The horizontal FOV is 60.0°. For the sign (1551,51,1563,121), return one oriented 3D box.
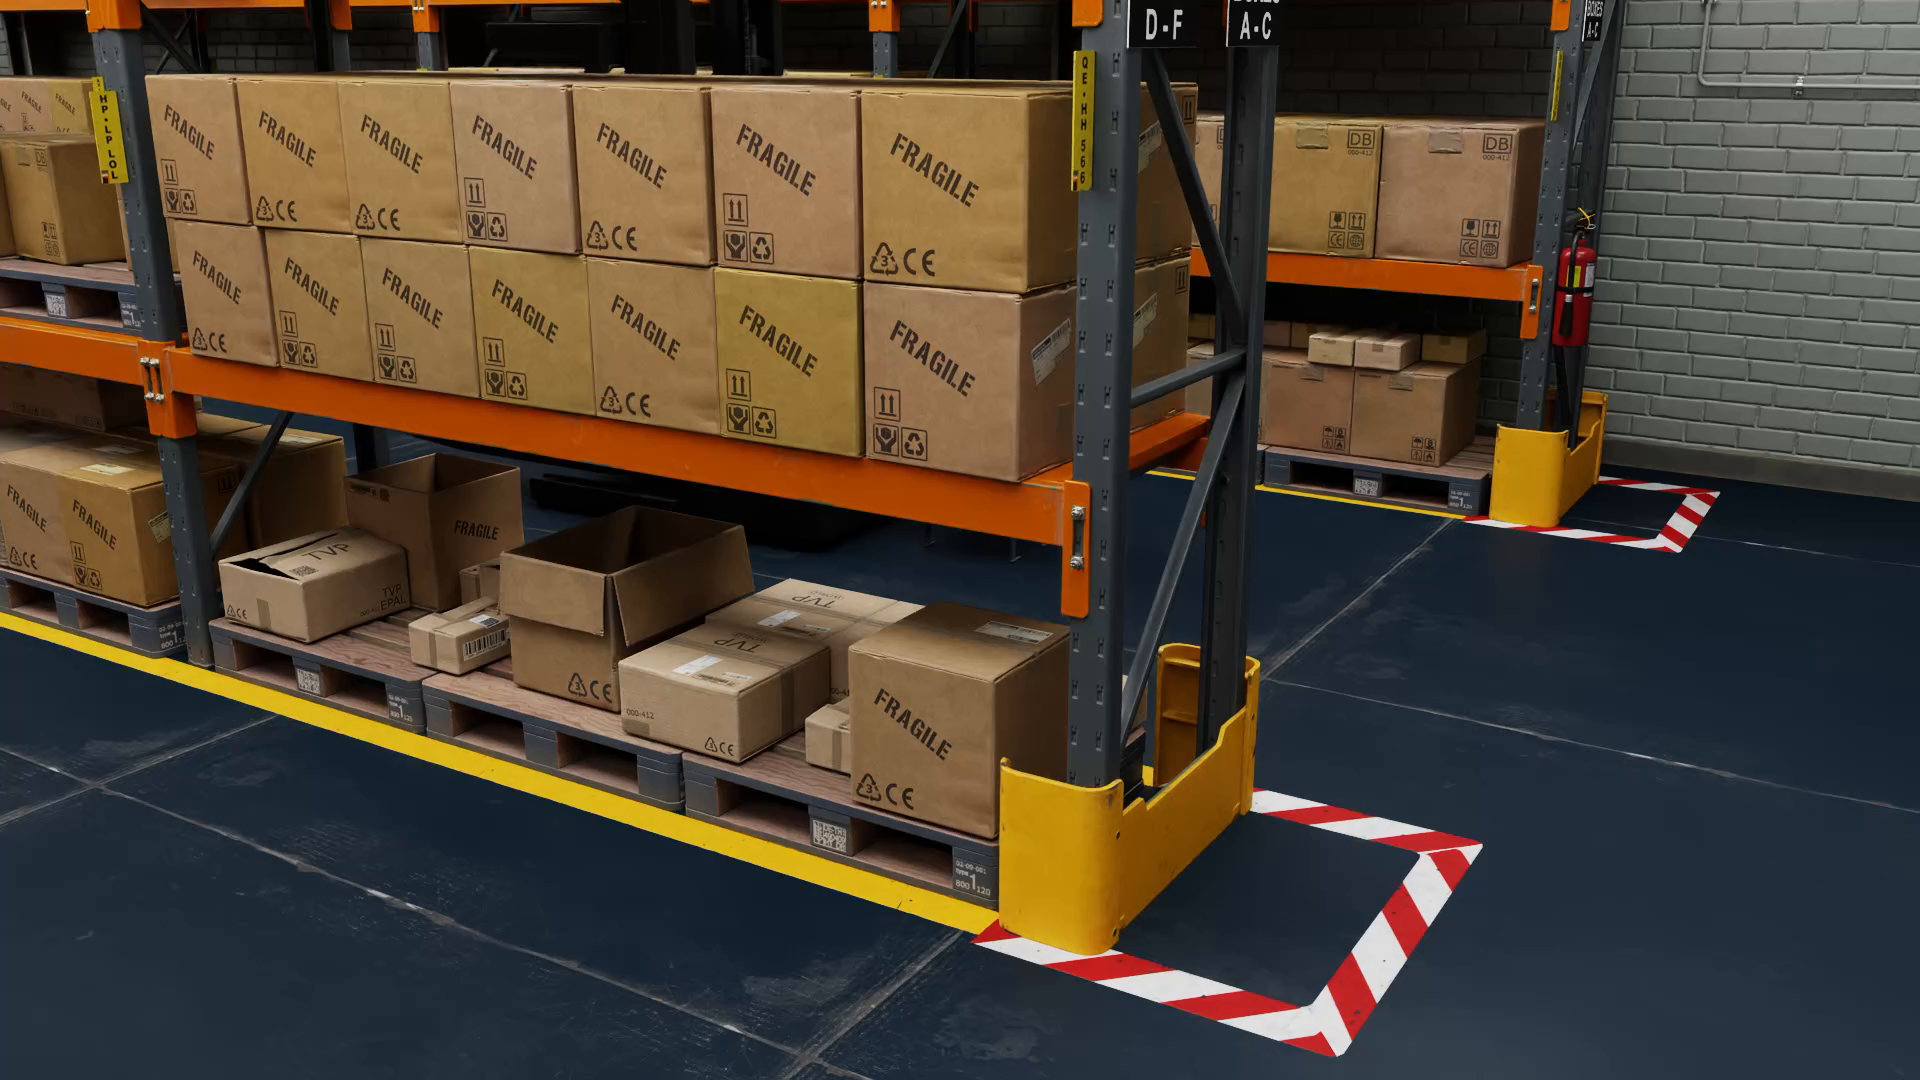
[{"bbox_3d":[2.897,-2.200,8.064,0.005,0.325,0.100,10,20,30],"label":"sign"}]

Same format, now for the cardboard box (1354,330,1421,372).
[{"bbox_3d":[2.340,-1.037,9.095,0.250,0.149,0.380,10,19,29],"label":"cardboard box"}]

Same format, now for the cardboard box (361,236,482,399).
[{"bbox_3d":[-1.650,-0.795,5.666,0.500,0.500,0.500,10,20,30],"label":"cardboard box"}]

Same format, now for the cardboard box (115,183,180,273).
[{"bbox_3d":[-3.091,-1.422,7.008,0.500,0.500,0.700,4,17,12],"label":"cardboard box"}]

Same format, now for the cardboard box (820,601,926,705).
[{"bbox_3d":[-0.137,0.438,5.751,0.500,0.250,0.500,10,20,30],"label":"cardboard box"}]

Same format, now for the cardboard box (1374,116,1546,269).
[{"bbox_3d":[2.753,-1.884,8.906,0.700,0.700,0.980,11,20,33],"label":"cardboard box"}]

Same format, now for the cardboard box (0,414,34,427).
[{"bbox_3d":[-4.654,-0.295,7.736,0.500,0.500,0.500,9,19,28],"label":"cardboard box"}]

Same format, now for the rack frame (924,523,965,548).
[{"bbox_3d":[-0.067,-1.017,8.115,0.015,2.100,0.400,10,20,30],"label":"rack frame"}]

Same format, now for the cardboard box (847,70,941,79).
[{"bbox_3d":[-0.471,-2.967,10.978,0.500,0.250,0.500,11,20,32],"label":"cardboard box"}]

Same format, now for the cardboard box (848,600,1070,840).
[{"bbox_3d":[0.012,0.526,5.032,0.500,0.500,0.500,10,20,30],"label":"cardboard box"}]

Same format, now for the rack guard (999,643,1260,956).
[{"bbox_3d":[0.539,0.747,5.063,0.348,0.500,1.175,10,20,30],"label":"rack guard"}]

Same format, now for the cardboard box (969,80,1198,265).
[{"bbox_3d":[0.364,-1.097,4.939,0.500,0.500,0.500,11,20,32],"label":"cardboard box"}]

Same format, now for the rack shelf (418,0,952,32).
[{"bbox_3d":[-1.920,-3.669,11.375,4.000,0.370,1.077,10,20,30],"label":"rack shelf"}]

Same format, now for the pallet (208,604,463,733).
[{"bbox_3d":[-2.220,0.393,6.725,1.213,0.211,1.003,10,20,30],"label":"pallet"}]

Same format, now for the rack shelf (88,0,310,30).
[{"bbox_3d":[-4.509,-2.441,7.335,4.000,0.370,1.077,10,20,30],"label":"rack shelf"}]

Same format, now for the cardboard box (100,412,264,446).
[{"bbox_3d":[-3.550,-0.273,7.663,0.500,0.500,0.500,10,20,31],"label":"cardboard box"}]

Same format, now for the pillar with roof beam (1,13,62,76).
[{"bbox_3d":[-11.645,-6.011,12.687,0.400,9.000,9.100,10,20,30],"label":"pillar with roof beam"}]

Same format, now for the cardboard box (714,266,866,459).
[{"bbox_3d":[-0.364,-0.564,4.906,0.500,0.500,0.500,10,20,31],"label":"cardboard box"}]

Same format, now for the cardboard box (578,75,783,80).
[{"bbox_3d":[-0.943,-1.329,5.703,0.500,0.500,0.500,10,20,30],"label":"cardboard box"}]

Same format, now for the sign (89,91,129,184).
[{"bbox_3d":[-3.092,-1.462,6.042,0.005,0.325,0.100,10,20,30],"label":"sign"}]

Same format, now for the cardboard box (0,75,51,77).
[{"bbox_3d":[-9.061,-4.220,16.046,0.500,0.500,0.500,10,19,29],"label":"cardboard box"}]

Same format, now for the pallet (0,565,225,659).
[{"bbox_3d":[-3.517,0.174,7.446,1.213,0.211,1.003,10,20,30],"label":"pallet"}]

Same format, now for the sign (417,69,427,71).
[{"bbox_3d":[-3.900,-3.262,12.104,0.005,0.325,0.100,10,20,30],"label":"sign"}]

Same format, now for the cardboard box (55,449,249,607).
[{"bbox_3d":[-3.375,-0.065,6.977,0.500,0.500,0.500,10,20,30],"label":"cardboard box"}]

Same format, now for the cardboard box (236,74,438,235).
[{"bbox_3d":[-2.110,-1.353,5.781,0.500,0.500,0.500,9,19,28],"label":"cardboard box"}]

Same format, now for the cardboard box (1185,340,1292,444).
[{"bbox_3d":[1.689,-0.904,9.775,0.500,0.500,0.700,9,19,28],"label":"cardboard box"}]

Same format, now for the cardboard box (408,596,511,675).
[{"bbox_3d":[-1.818,0.345,6.201,0.250,0.166,0.380,10,20,30],"label":"cardboard box"}]

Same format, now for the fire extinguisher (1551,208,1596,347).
[{"bbox_3d":[3.080,-1.313,8.316,0.183,0.674,0.296,10,20,30],"label":"fire extinguisher"}]

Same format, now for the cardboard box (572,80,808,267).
[{"bbox_3d":[-0.794,-1.118,5.008,0.500,0.500,0.500,11,20,32],"label":"cardboard box"}]

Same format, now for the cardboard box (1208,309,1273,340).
[{"bbox_3d":[1.674,-1.285,9.913,0.250,0.149,0.380,10,20,31],"label":"cardboard box"}]

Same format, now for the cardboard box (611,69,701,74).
[{"bbox_3d":[-2.047,-3.075,11.335,0.500,0.250,0.500,10,19,29],"label":"cardboard box"}]

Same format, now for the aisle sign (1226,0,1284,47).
[{"bbox_3d":[0.816,-1.744,4.489,0.004,0.787,0.394,10,20,30],"label":"aisle sign"}]

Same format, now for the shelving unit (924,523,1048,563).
[{"bbox_3d":[0.141,-0.979,7.993,0.503,2.100,0.431,10,20,30],"label":"shelving unit"}]

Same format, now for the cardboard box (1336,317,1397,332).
[{"bbox_3d":[2.323,-1.170,9.533,0.250,0.149,0.380,10,20,30],"label":"cardboard box"}]

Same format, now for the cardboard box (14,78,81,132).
[{"bbox_3d":[-8.025,-3.857,14.851,0.500,0.500,0.500,10,20,30],"label":"cardboard box"}]

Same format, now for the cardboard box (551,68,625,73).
[{"bbox_3d":[-2.485,-3.151,11.585,0.500,0.250,0.500,10,20,30],"label":"cardboard box"}]

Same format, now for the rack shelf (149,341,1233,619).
[{"bbox_3d":[-1.100,-0.398,5.768,4.000,0.370,1.077,10,20,30],"label":"rack shelf"}]

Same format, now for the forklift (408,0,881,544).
[{"bbox_3d":[-1.728,-1.674,8.849,3.031,2.935,1.130,9,19,28],"label":"forklift"}]

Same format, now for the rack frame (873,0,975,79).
[{"bbox_3d":[-0.215,-2.274,10.705,0.127,3.000,1.000,10,20,30],"label":"rack frame"}]

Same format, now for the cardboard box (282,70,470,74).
[{"bbox_3d":[-2.238,-1.560,6.462,0.500,0.500,0.500,10,20,30],"label":"cardboard box"}]

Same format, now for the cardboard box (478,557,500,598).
[{"bbox_3d":[-1.532,0.160,6.562,0.500,0.311,0.500,10,20,30],"label":"cardboard box"}]

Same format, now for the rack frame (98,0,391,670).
[{"bbox_3d":[-2.805,-1.046,6.664,0.127,3.000,1.000,10,20,30],"label":"rack frame"}]
